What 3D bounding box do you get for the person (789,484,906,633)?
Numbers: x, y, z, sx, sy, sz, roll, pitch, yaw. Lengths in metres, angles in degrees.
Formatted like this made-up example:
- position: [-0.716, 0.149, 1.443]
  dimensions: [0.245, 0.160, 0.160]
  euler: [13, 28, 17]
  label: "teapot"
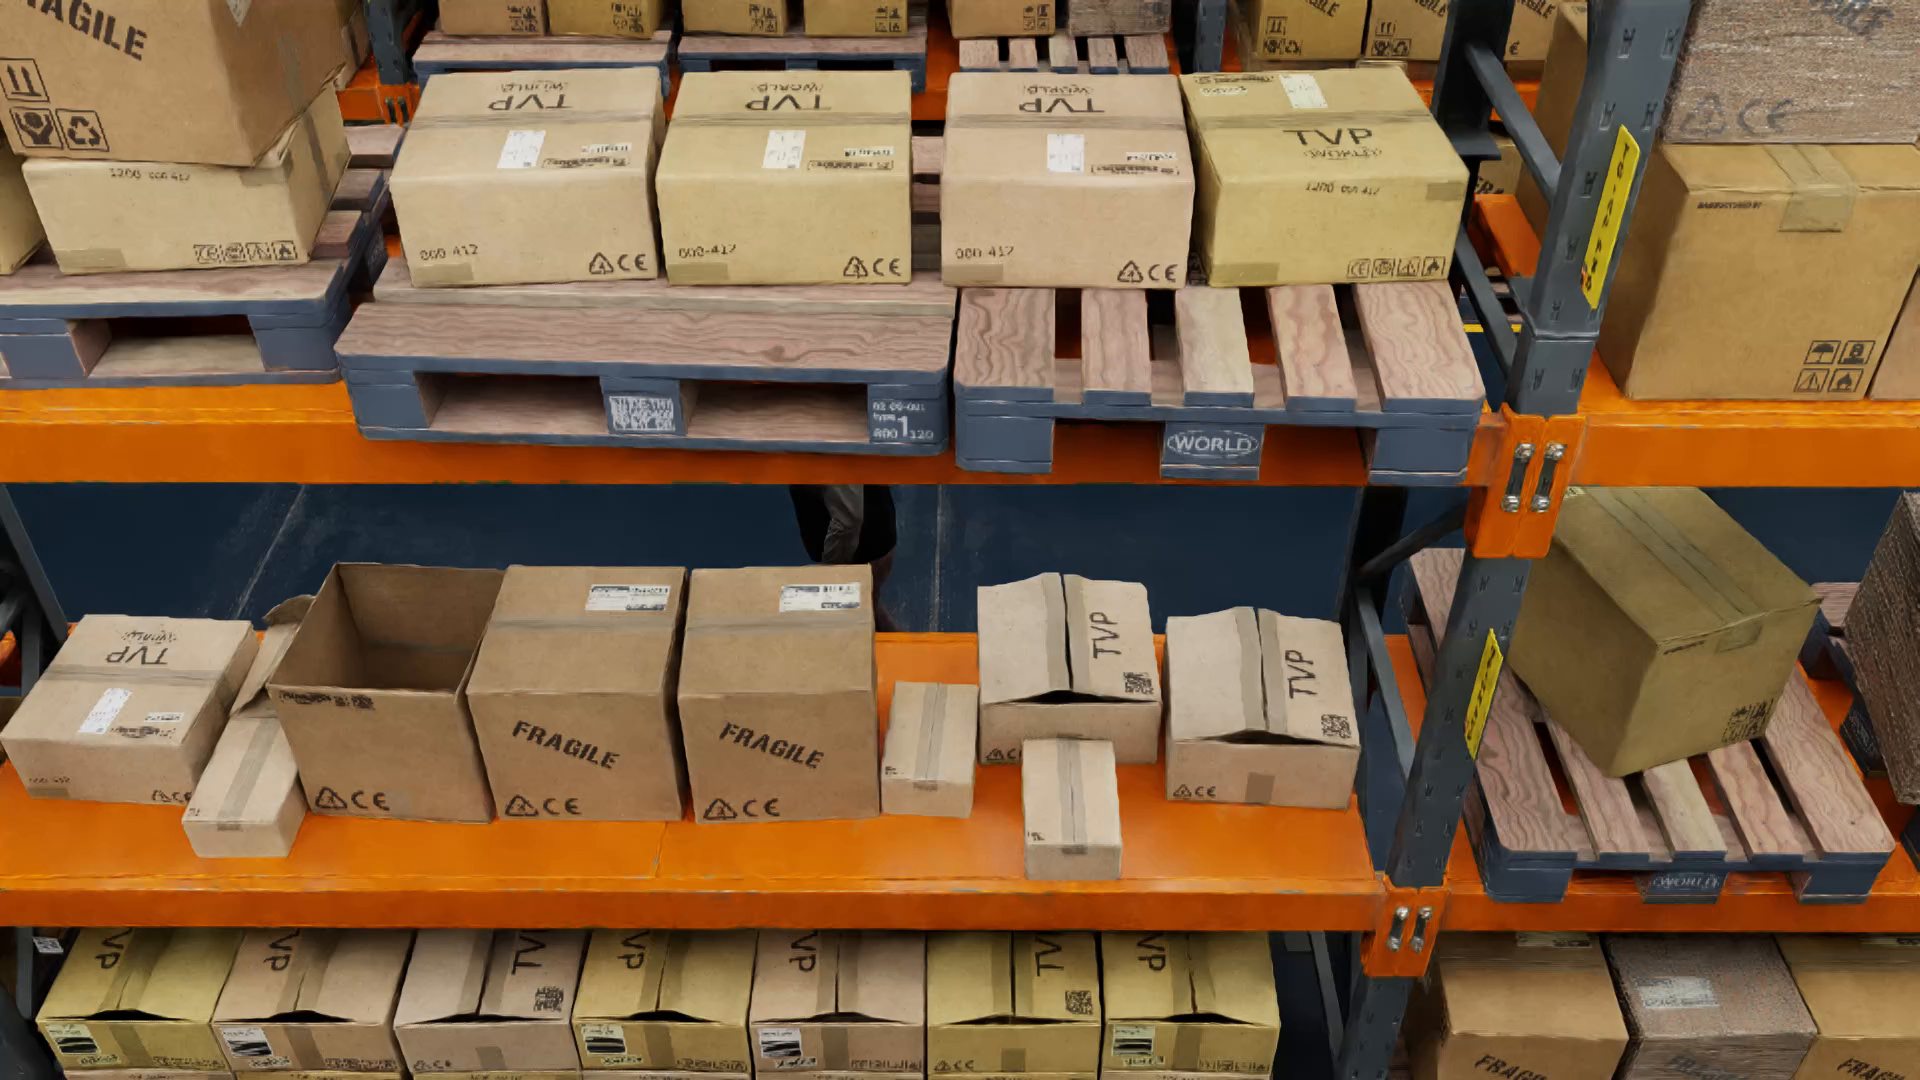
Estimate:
- position: [-0.406, -0.017, 6.223]
  dimensions: [0.509, 1.682, 0.673]
  euler: [-1, 39, -1]
  label: "person"
